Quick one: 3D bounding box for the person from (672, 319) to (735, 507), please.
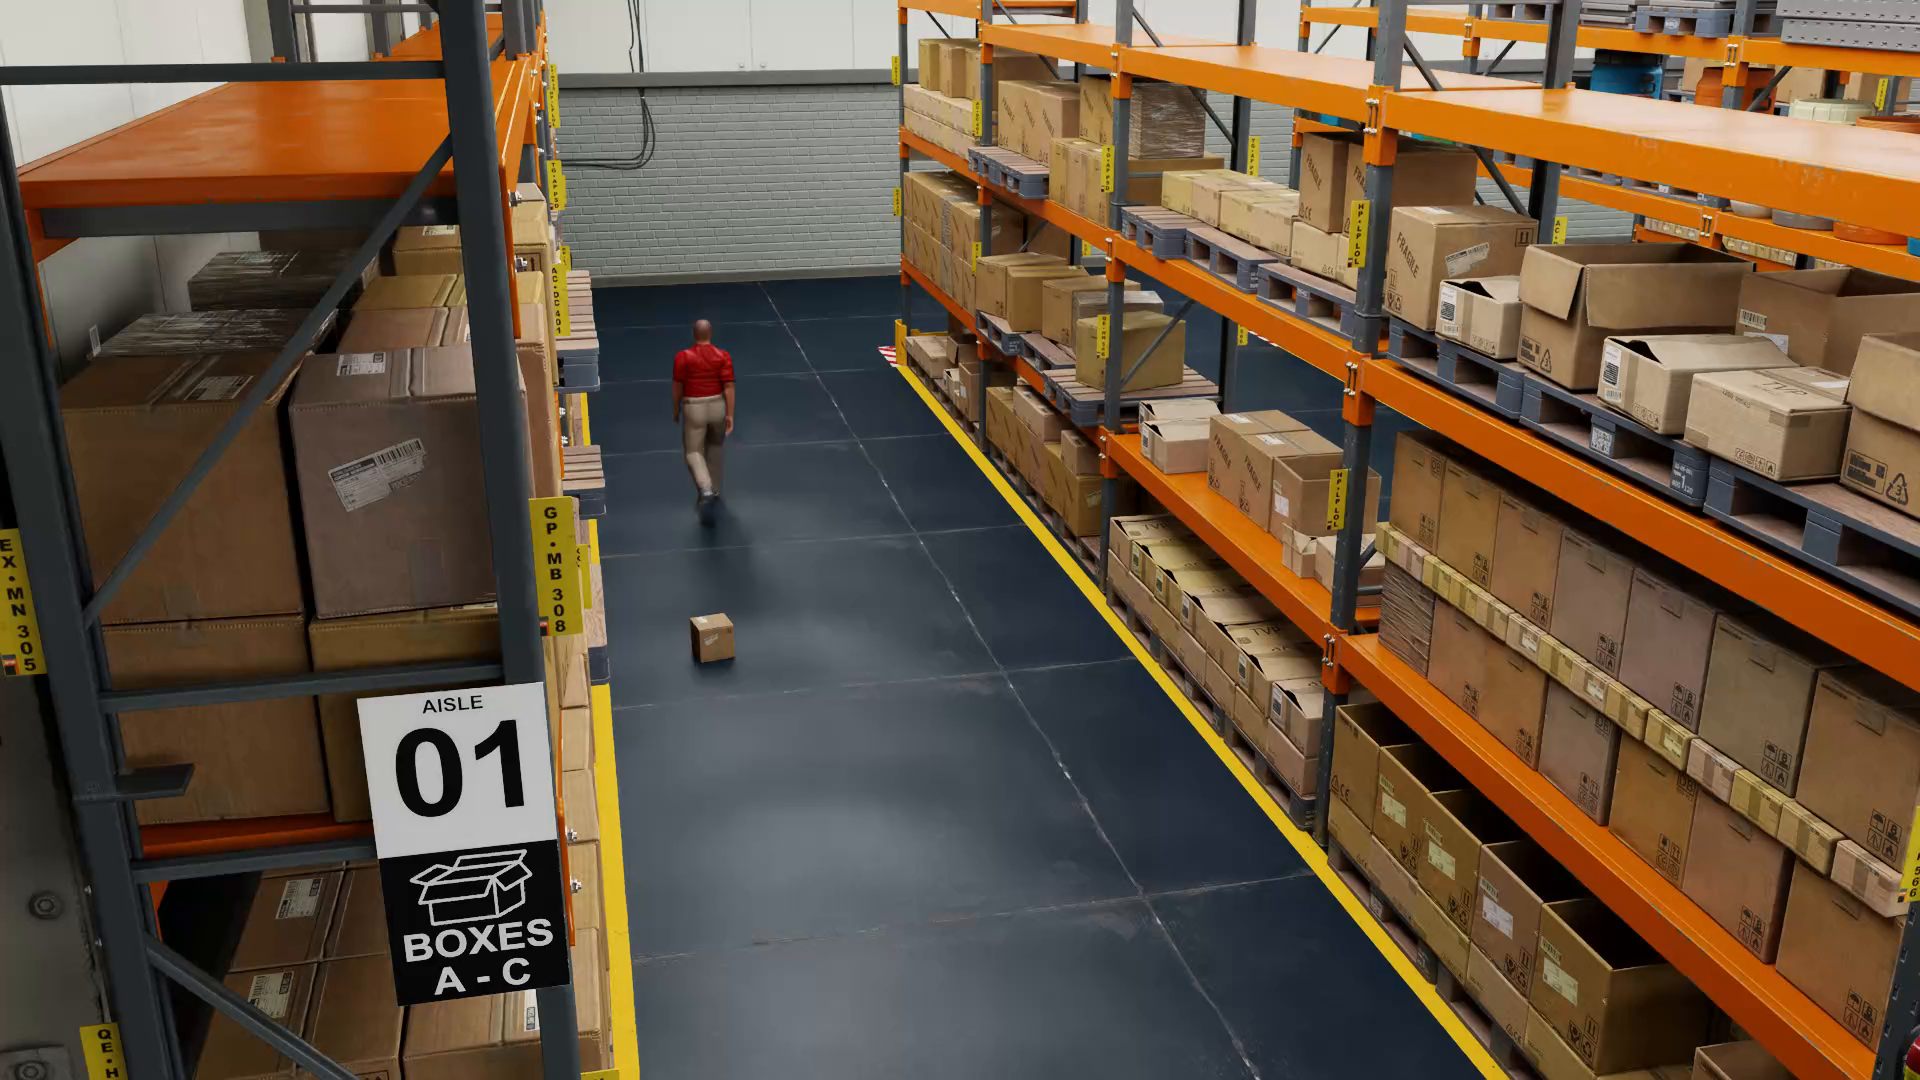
[{"bbox_3d":[-2.272,-1.134,14.783,0.527,1.682,0.942,-7,21,-20],"label":"person"}]
